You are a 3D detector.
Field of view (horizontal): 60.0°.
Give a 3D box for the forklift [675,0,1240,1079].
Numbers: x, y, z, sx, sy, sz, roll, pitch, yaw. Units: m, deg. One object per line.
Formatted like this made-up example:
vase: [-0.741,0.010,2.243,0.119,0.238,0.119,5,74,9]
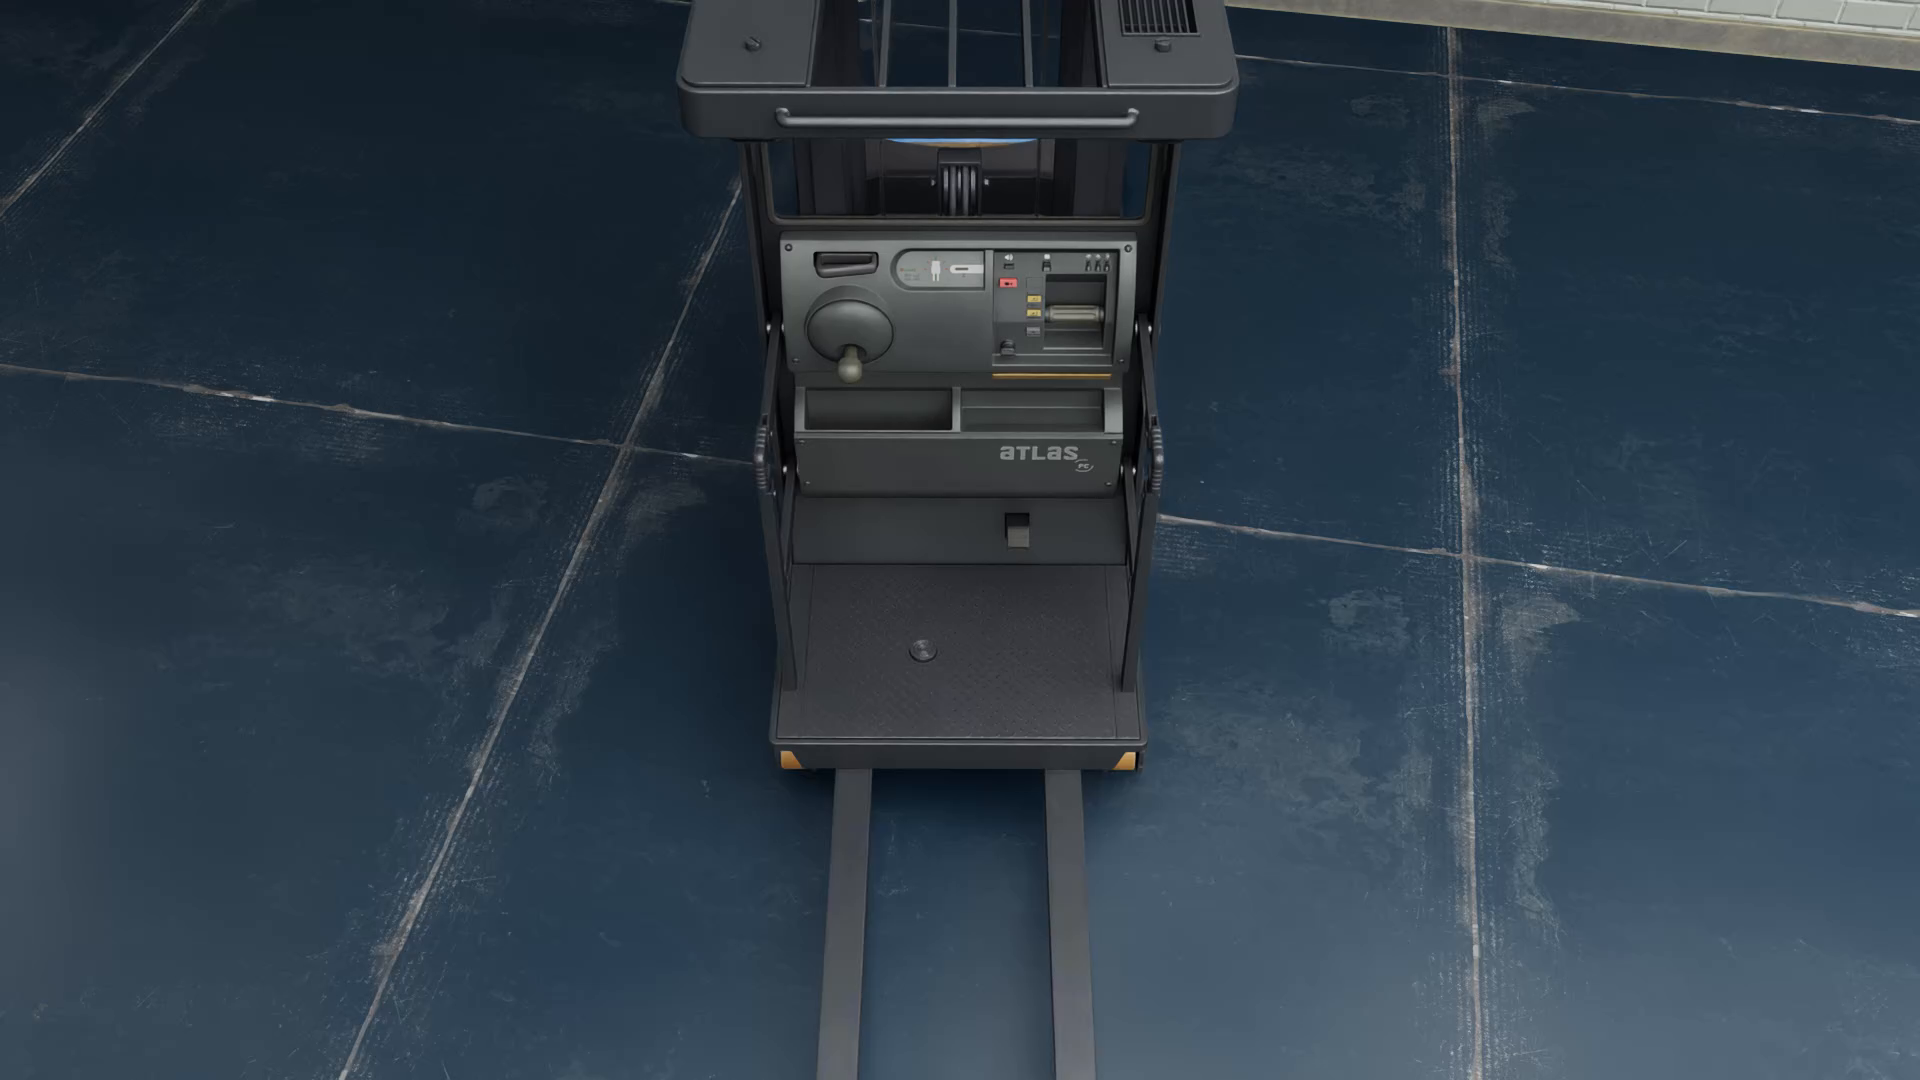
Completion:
forklift: [-0.003,-0.512,4.240,1.130,2.935,3.031,0,48,0]
